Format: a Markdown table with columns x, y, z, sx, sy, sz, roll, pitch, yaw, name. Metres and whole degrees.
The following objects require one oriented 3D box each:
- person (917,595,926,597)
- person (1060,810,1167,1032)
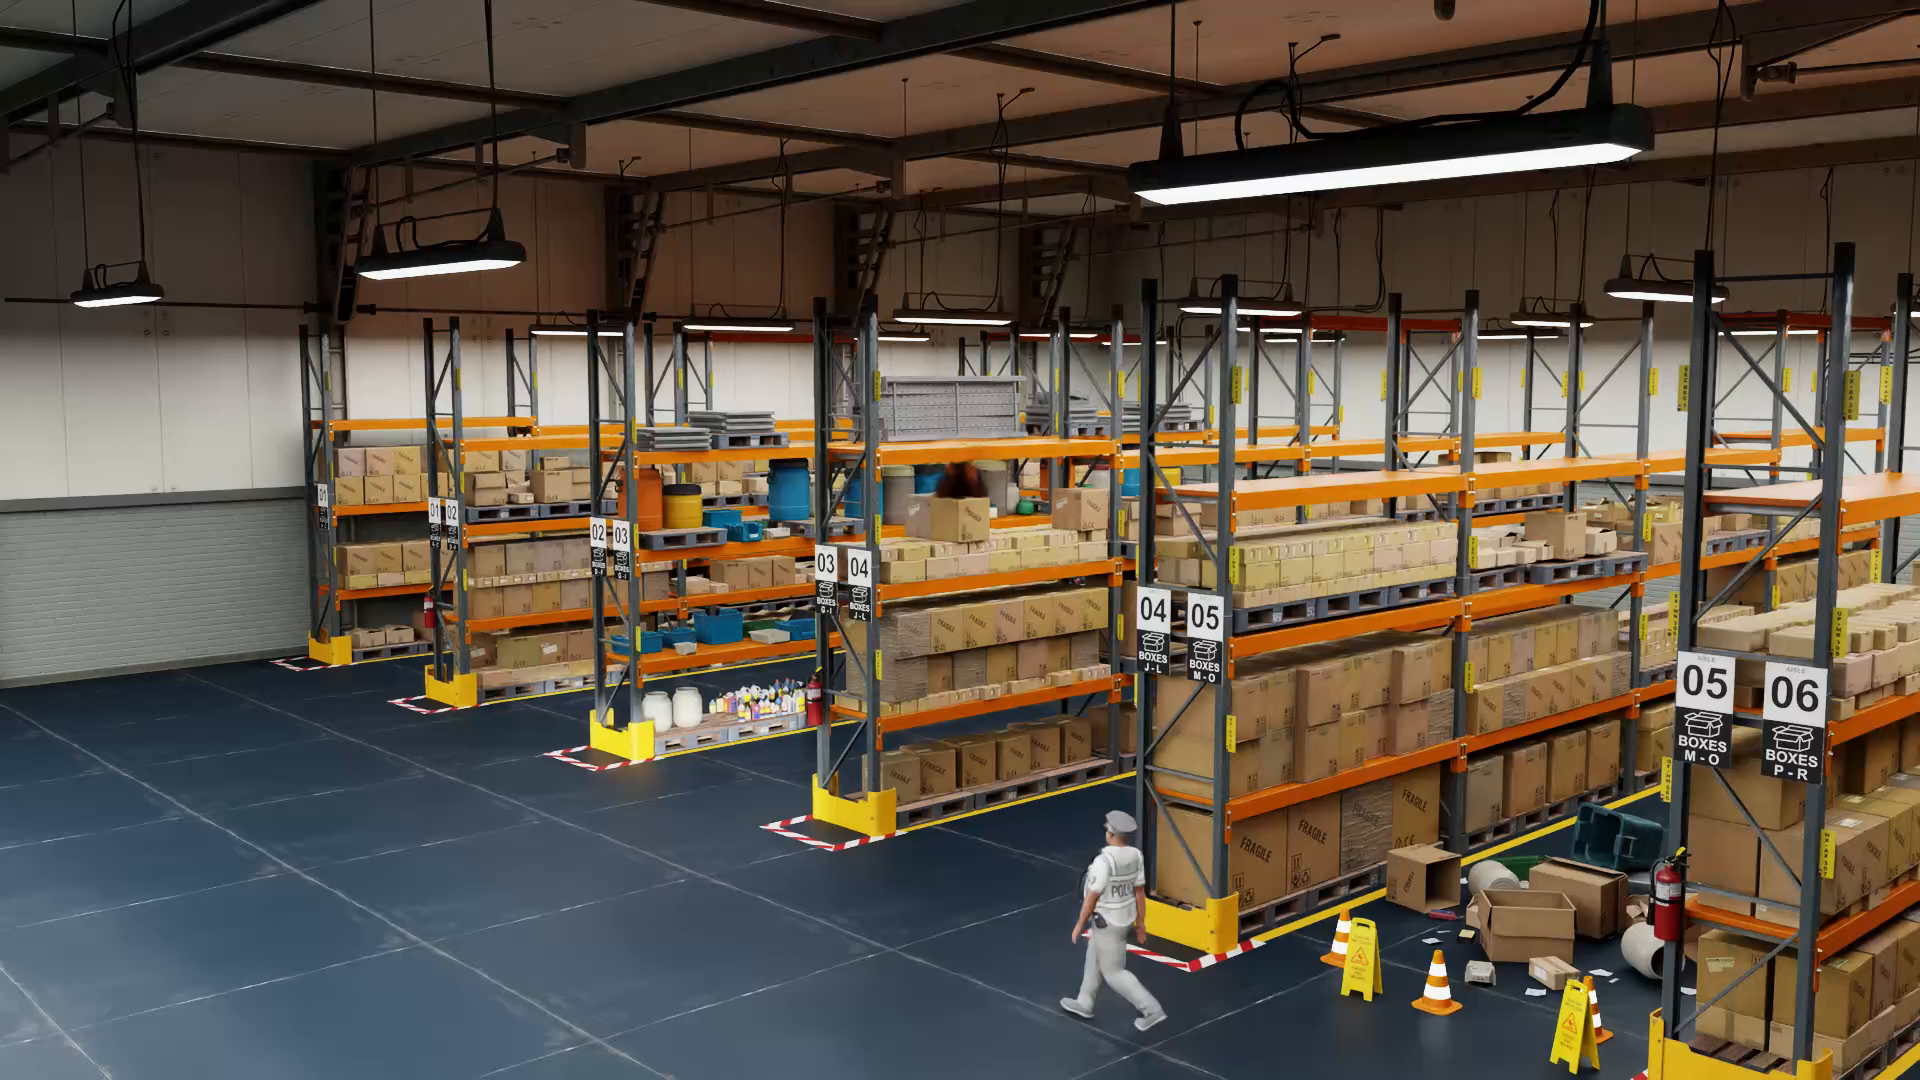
| x | y | z | sx | sy | sz | roll | pitch | yaw | name |
| --- | --- | --- | --- | --- | --- | --- | --- | --- | --- |
| -0.737 | 1.423 | 28.230 | 1.023 | 1.732 | 0.688 | -5 | 8 | -42 | person |
| 1.190 | 2.982 | 13.059 | 1.000 | 1.740 | 0.514 | 3 | 6 | 25 | person |
